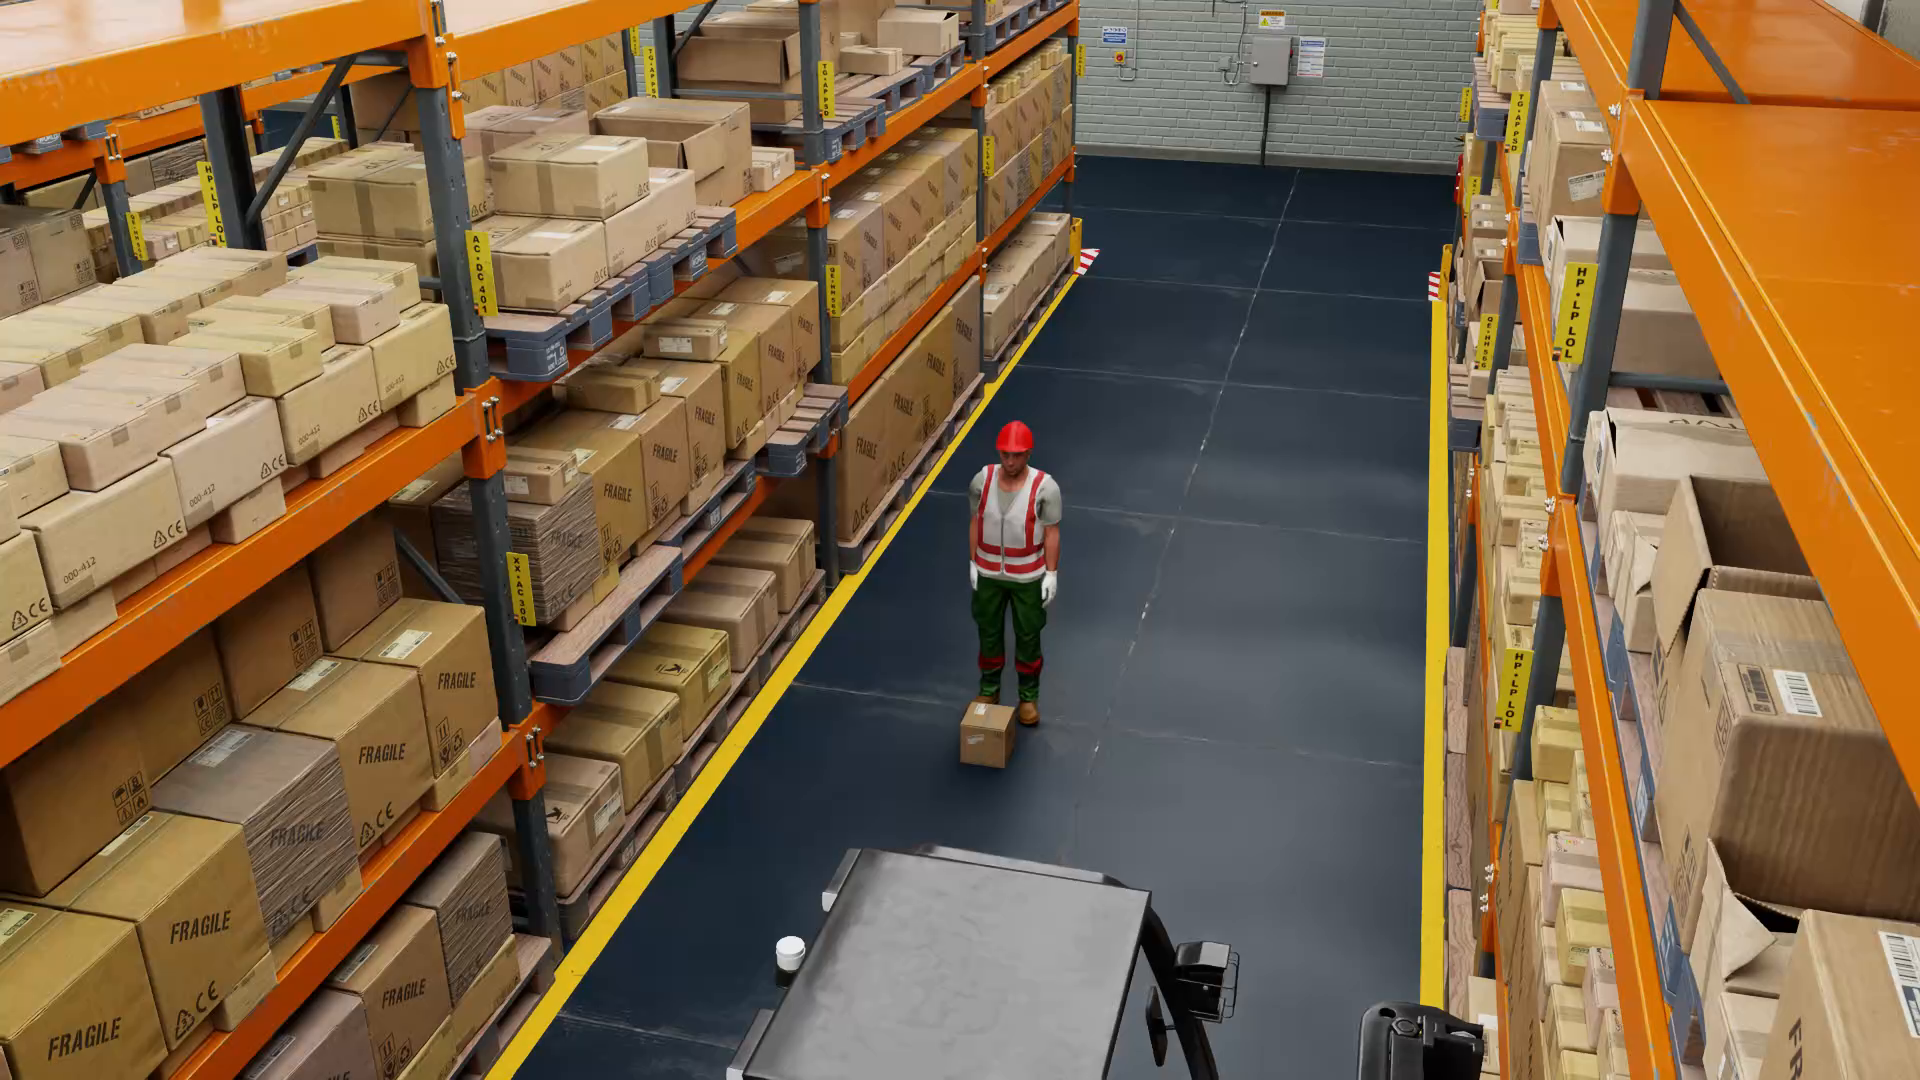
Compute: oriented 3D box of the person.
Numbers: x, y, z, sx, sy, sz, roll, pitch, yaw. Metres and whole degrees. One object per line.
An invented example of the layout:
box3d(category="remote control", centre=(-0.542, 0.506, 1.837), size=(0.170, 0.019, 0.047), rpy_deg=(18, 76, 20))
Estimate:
box3d(category="person", centre=(0.291, 0.184, 9.291), size=(0.526, 1.789, 0.332), rpy_deg=(7, 26, 15))
